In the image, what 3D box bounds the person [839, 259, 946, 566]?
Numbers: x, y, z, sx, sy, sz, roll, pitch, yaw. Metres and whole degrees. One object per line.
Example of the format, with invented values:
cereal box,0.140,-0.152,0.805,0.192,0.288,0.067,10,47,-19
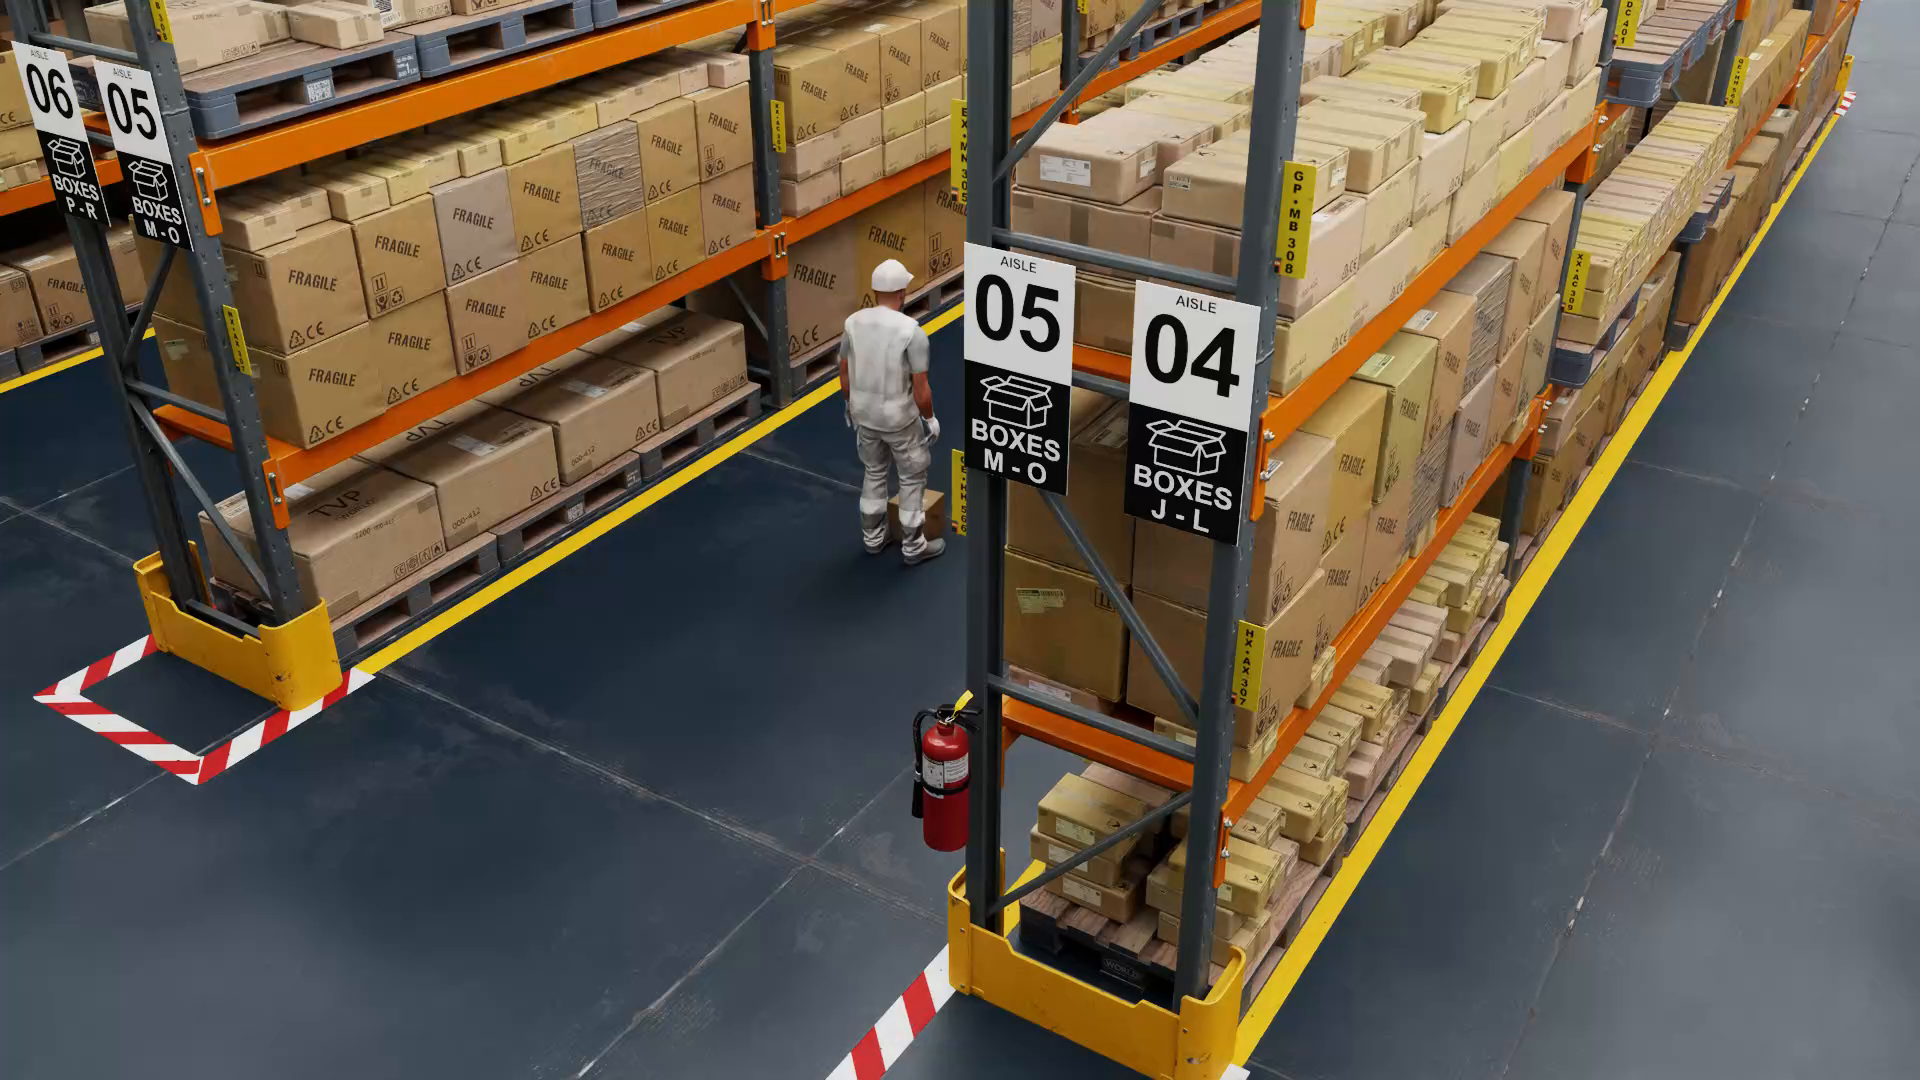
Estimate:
person,-0.388,-0.709,9.396,0.606,1.777,0.454,16,34,25
